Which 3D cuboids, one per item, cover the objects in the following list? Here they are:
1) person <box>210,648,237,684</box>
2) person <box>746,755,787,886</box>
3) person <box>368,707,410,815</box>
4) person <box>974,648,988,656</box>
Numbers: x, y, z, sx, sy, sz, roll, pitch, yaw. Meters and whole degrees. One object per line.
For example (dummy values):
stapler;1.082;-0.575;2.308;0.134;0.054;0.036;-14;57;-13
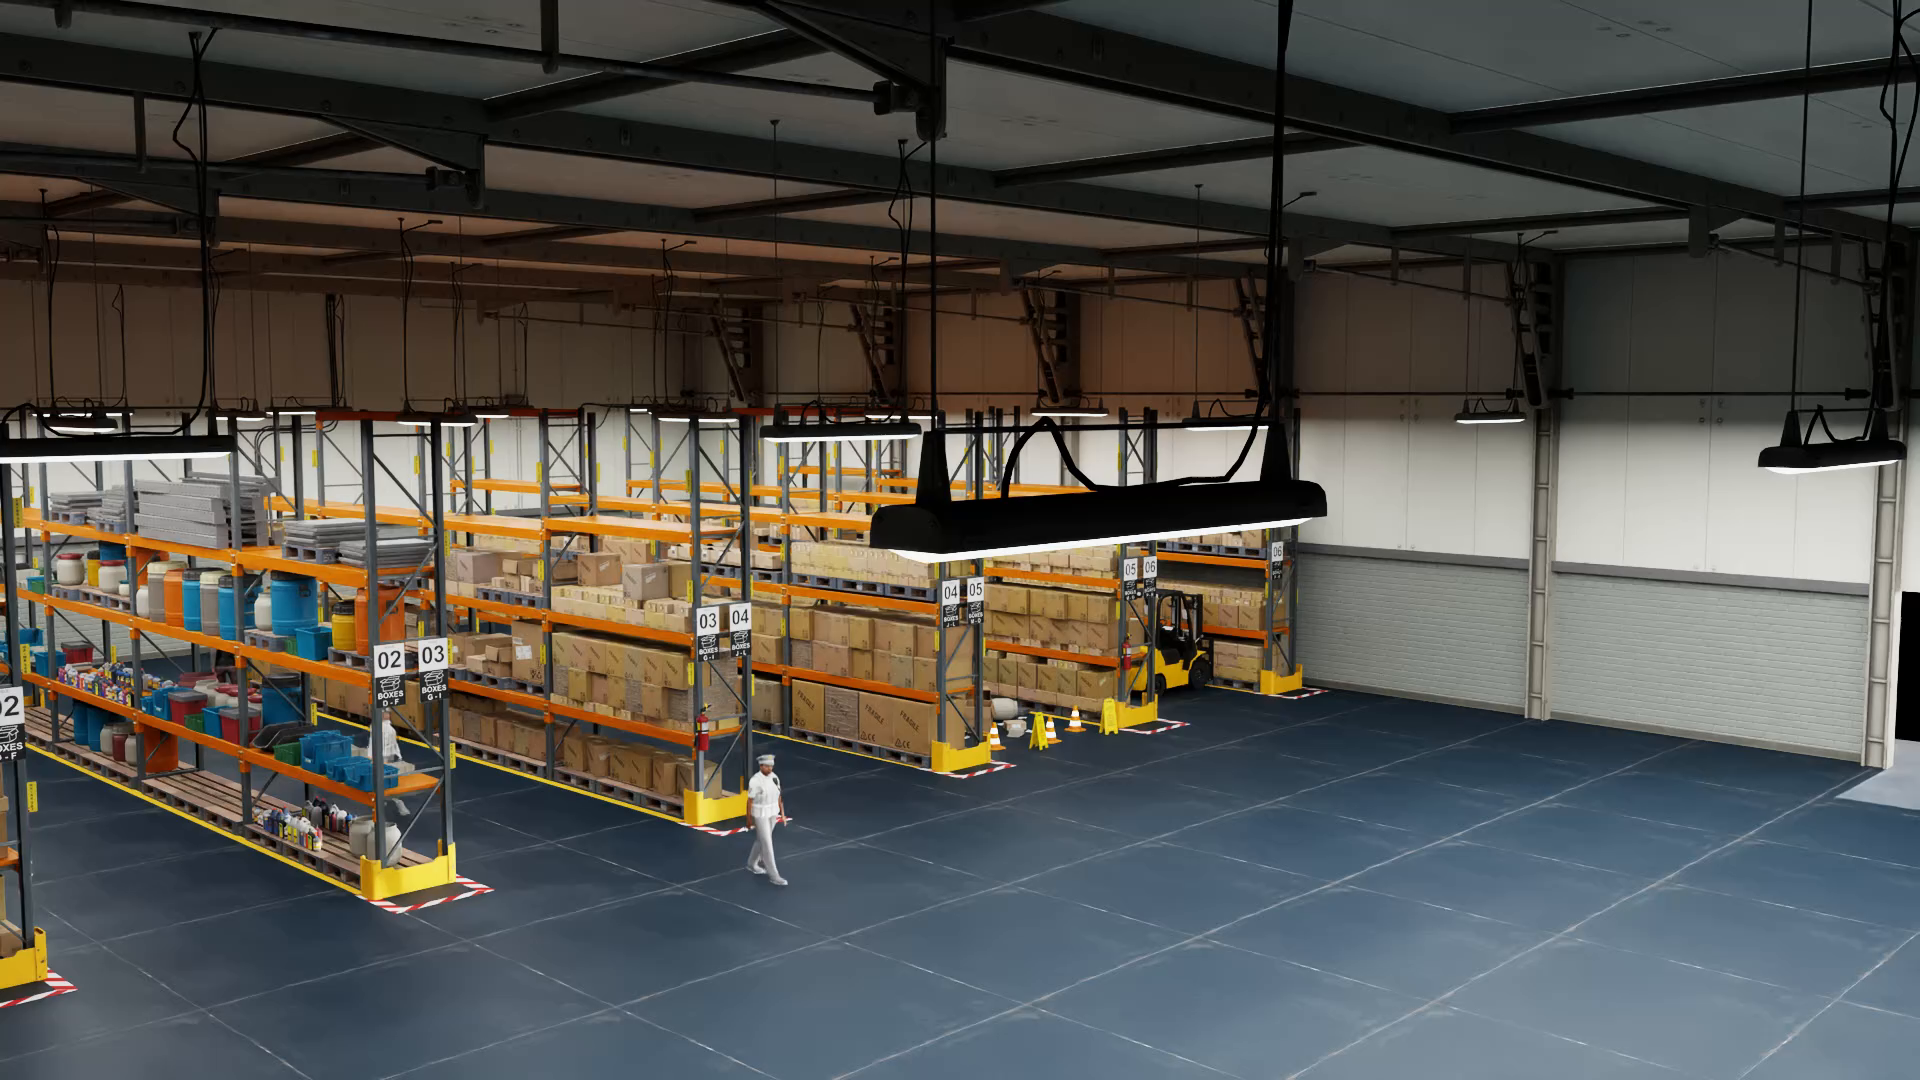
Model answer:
person;-14.596;2.551;33.075;0.570;1.721;0.502;-2;5;-21
person;-2.482;3.585;21.557;0.946;1.633;0.477;4;6;37
person;-8.634;3.276;25.114;0.921;1.644;0.586;2;5;23
person;0.501;2.112;37.801;0.390;1.800;0.567;2;5;17
